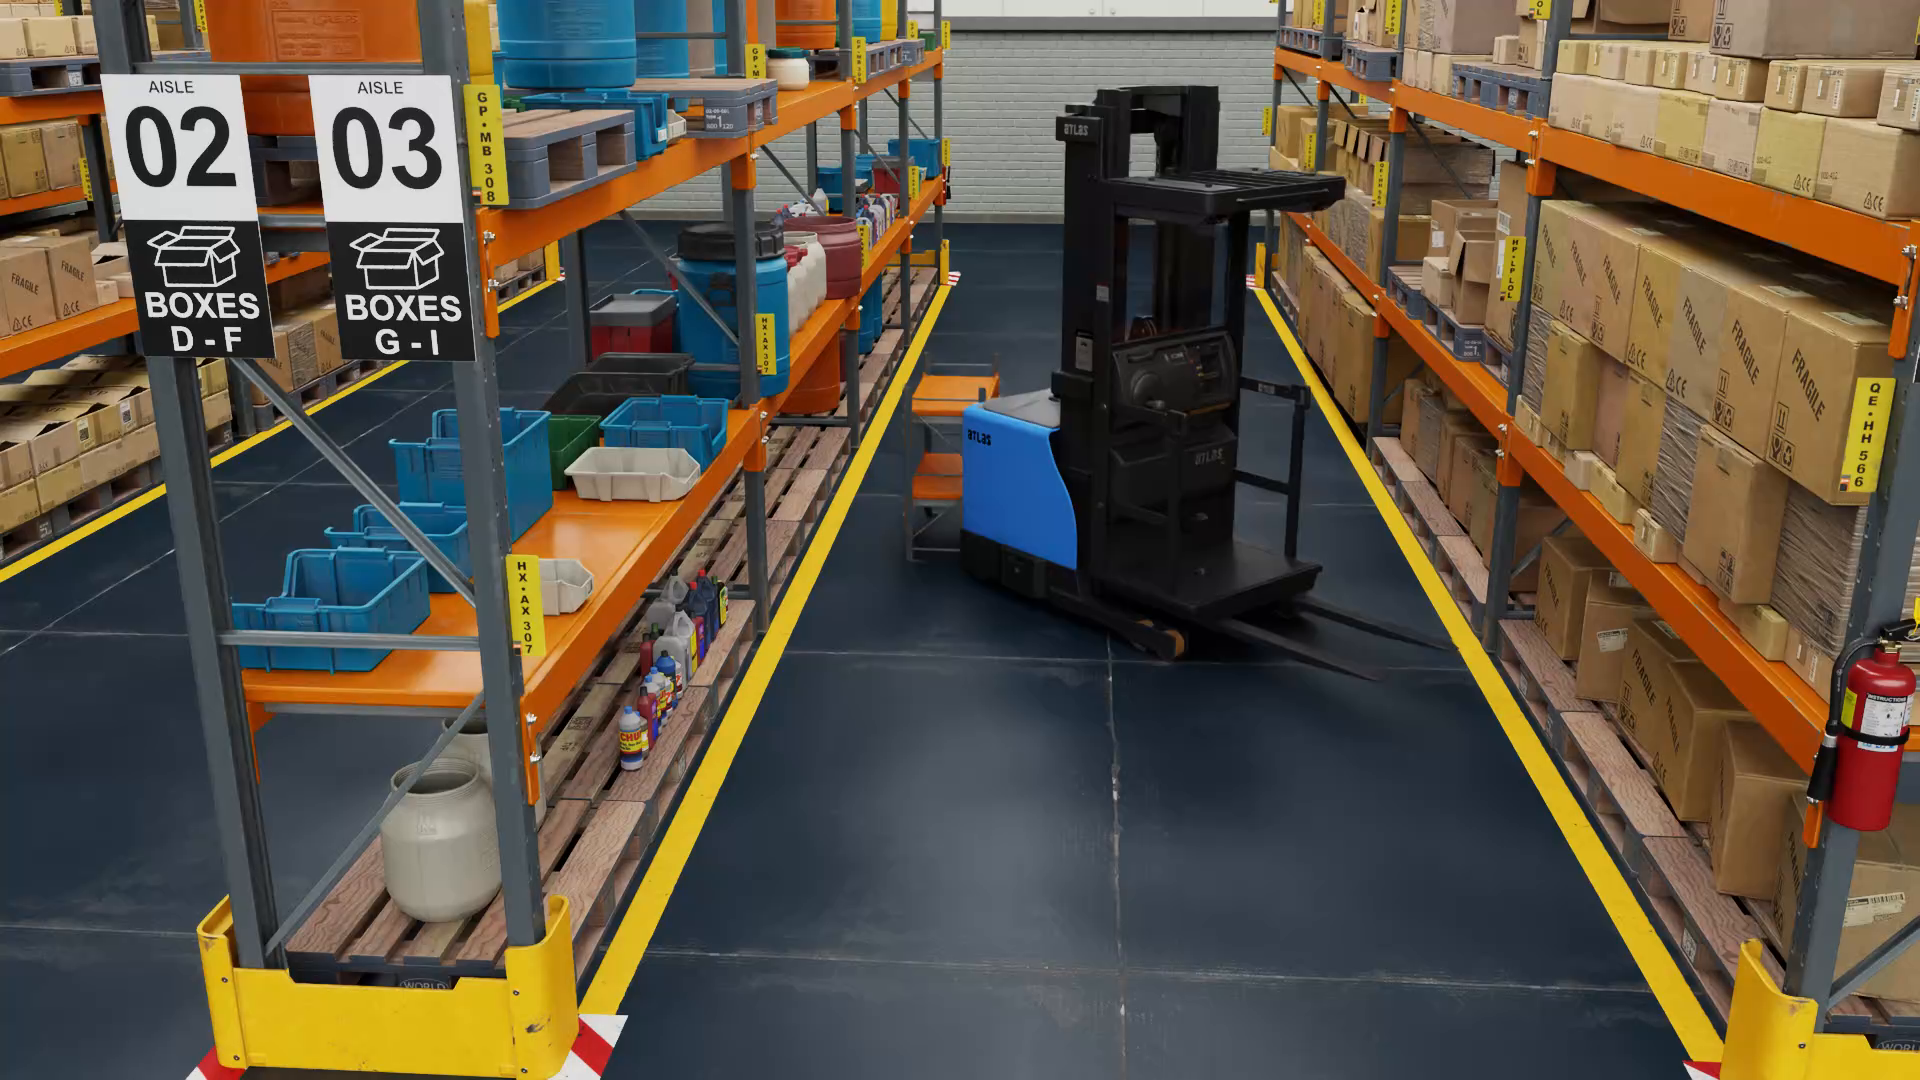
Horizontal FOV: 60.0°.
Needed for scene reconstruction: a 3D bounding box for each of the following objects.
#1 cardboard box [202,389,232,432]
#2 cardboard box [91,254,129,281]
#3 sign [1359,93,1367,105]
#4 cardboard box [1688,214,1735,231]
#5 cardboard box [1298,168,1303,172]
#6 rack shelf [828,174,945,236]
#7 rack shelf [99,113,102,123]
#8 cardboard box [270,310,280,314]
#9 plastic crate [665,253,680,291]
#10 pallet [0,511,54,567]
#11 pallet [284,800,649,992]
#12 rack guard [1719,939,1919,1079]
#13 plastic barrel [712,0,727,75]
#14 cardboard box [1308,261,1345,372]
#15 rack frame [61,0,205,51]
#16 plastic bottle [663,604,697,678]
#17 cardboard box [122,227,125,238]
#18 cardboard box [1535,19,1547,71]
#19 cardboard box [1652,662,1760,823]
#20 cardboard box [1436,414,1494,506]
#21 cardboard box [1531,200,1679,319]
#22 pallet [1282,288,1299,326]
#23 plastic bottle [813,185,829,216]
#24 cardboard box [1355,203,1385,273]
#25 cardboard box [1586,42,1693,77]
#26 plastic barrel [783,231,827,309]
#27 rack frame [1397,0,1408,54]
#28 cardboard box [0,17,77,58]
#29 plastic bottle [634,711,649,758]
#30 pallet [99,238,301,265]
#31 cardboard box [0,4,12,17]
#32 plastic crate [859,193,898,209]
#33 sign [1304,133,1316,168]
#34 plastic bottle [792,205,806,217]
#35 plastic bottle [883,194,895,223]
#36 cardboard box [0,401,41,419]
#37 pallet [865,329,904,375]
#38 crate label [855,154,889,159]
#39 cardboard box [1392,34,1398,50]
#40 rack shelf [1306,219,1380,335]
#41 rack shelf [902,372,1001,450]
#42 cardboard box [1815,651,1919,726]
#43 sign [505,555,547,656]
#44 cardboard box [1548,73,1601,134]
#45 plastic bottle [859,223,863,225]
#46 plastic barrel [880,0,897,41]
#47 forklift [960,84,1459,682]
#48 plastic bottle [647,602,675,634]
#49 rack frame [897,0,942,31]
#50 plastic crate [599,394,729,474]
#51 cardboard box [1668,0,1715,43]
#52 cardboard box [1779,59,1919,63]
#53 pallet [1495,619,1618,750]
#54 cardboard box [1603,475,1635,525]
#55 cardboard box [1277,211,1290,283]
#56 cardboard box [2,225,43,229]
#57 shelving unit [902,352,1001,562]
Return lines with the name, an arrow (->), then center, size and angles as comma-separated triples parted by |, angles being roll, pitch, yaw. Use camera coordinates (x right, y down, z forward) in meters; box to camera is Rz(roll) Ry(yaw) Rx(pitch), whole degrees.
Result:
cardboard box -> -6.027, -1.002, 12.906 | 0.500, 0.250, 0.500 | 2, 18, 5
cardboard box -> -6.490, -1.962, 12.238 | 0.500, 0.311, 0.500 | 1, 18, 3
sign -> 4.762, -5.187, 19.696 | 0.100, 0.325, 0.005 | 1, 18, 4
cardboard box -> 3.569, -1.176, 7.452 | 0.500, 0.500, 0.500 | 1, 18, 4
cardboard box -> 3.739, -3.672, 17.076 | 0.500, 0.250, 0.500 | 2, 18, 6
rack shelf -> -0.862, -3.688, 18.517 | 1.077, 0.370, 4.000 | 1, 18, 4
rack shelf -> -6.089, -3.983, 14.599 | 1.077, 0.370, 4.000 | 1, 18, 4
cardboard box -> -6.362, -1.756, 14.772 | 0.500, 0.500, 0.500 | 1, 18, 2
plastic crate -> -1.714, -1.702, 11.197 | 0.402, 0.464, 0.583 | 1, 18, 4
pallet -> -6.506, 0.059, 10.402 | 1.003, 0.211, 1.213 | 1, 18, 4
pallet -> -1.844, 1.366, 6.414 | 1.003, 0.211, 1.213 | 1, 18, 4
rack guard -> 3.080, 1.593, 5.259 | 1.175, 0.500, 0.348 | 1, 18, 4
plastic barrel -> -1.665, -3.157, 10.118 | 0.600, 0.901, 0.708 | 1, 18, 4
cardboard box -> 3.845, -2.011, 14.982 | 1.225, 0.875, 0.875 | 1, 18, 2
rack frame -> -6.233, -5.129, 12.124 | 1.000, 3.000, 0.127 | 1, 18, 4
plastic bottle -> -1.375, 0.492, 8.152 | 0.144, 0.351, 0.185 | 1, 18, 4
cardboard box -> -10.551, -3.664, 20.629 | 0.700, 0.500, 0.500 | 1, 18, 4
cardboard box -> 3.329, -2.669, 8.975 | 0.396, 0.266, 0.258 | 2, 18, 6
cardboard box -> 3.208, 0.843, 6.873 | 0.500, 0.500, 0.500 | 3, 18, 9
cardboard box -> 3.559, -0.520, 11.000 | 0.700, 0.500, 0.500 | 3, 18, 9
cardboard box -> 3.075, -1.344, 7.962 | 0.500, 0.500, 0.500 | 1, 18, 4
pallet -> 4.152, -2.587, 18.481 | 1.003, 0.211, 1.213 | 1, 18, 4
plastic bottle -> -1.357, -3.271, 16.167 | 0.144, 0.351, 0.185 | 1, 18, 4
cardboard box -> 3.478, -2.417, 13.321 | 0.500, 0.500, 0.500 | 1, 18, 3
cardboard box -> 3.079, -2.179, 7.539 | 0.380, 0.149, 0.250 | 0, 18, 1
plastic barrel -> -1.153, -1.895, 11.711 | 0.421, 0.512, 0.421 | 0, 18, 0
rack frame -> 3.648, -4.907, 11.446 | 1.000, 3.000, 0.127 | 1, 18, 4
cardboard box -> -6.281, -3.349, 11.076 | 0.500, 0.250, 0.500 | 1, 18, 3
plastic bottle -> -1.418, 0.851, 7.298 | 0.097, 0.201, 0.097 | 0, 18, 0
pallet -> -6.254, -2.399, 13.736 | 1.213, 0.211, 1.003 | 1, 18, 4
cardboard box -> -10.524, -5.598, 17.778 | 0.500, 0.250, 0.500 | 1, 18, 3
plastic crate -> -0.830, -3.453, 16.972 | 0.396, 0.136, 0.243 | 1, 18, 4
sign -> 3.381, -3.759, 16.061 | 0.100, 0.325, 0.005 | 1, 18, 4
plastic bottle -> -1.485, -2.927, 15.238 | 0.152, 0.276, 0.135 | 1, 18, 4
plastic bottle -> -0.712, -3.220, 16.133 | 0.152, 0.276, 0.135 | 1, 18, 4
cardboard box -> -6.668, -0.800, 11.389 | 0.500, 0.311, 0.500 | 1, 18, 3
pallet -> -1.103, -1.845, 16.215 | 1.003, 0.211, 1.213 | 1, 18, 4
crate label -> -1.065, -4.531, 20.106 | 0.416, 0.233, 0.303 | 1, 18, 4
cardboard box -> 3.620, -3.921, 12.415 | 0.797, 0.503, 0.637 | 2, 18, 7
rack shelf -> 3.791, -2.335, 14.388 | 1.077, 0.370, 4.000 | 1, 18, 4
rack shelf -> -0.041, -0.835, 10.724 | 0.538, 0.278, 1.000 | 2, 18, 5
cardboard box -> 2.889, 0.455, 5.121 | 0.380, 0.149, 0.250 | 1, 18, 4
sign -> -1.318, 0.200, 5.050 | 0.100, 0.325, 0.005 | 1, 18, 4
cardboard box -> 3.073, -2.034, 7.736 | 0.500, 0.250, 0.500 | 1, 18, 2
plastic bottle -> -0.837, -2.555, 14.110 | 0.097, 0.271, 0.097 | 0, 18, 0
plastic barrel -> -0.869, -4.835, 15.068 | 0.600, 0.588, 0.600 | 0, 18, 0
forklift -> 1.331, -0.922, 9.028 | 1.130, 2.935, 3.031 | -15, 23, -38
plastic bottle -> -1.501, 0.432, 8.456 | 0.152, 0.276, 0.135 | 1, 18, 4
rack frame -> -0.719, -7.502, 19.366 | 1.000, 3.000, 0.127 | 1, 18, 4
plastic crate -> -1.388, -0.504, 7.882 | 0.499, 0.251, 0.616 | 1, 18, 4
cardboard box -> 3.583, -2.520, 7.538 | 0.500, 0.500, 0.500 | 1, 18, 2
cardboard box -> 2.965, -1.526, 5.547 | 0.380, 0.149, 0.250 | 2, 18, 5
pallet -> 3.348, 0.721, 8.384 | 1.003, 0.211, 1.213 | 1, 18, 4
cardboard box -> 2.951, -0.168, 7.022 | 0.380, 0.149, 0.250 | 1, 18, 4
cardboard box -> 4.255, -3.530, 19.616 | 0.875, 0.875, 0.875 | 1, 18, 4
cardboard box -> -10.849, -3.544, 19.218 | 0.380, 0.149, 0.250 | 1, 18, 3
shelving unit -> -0.041, -0.557, 10.815 | 0.538, 1.125, 1.048 | 2, 18, 5
